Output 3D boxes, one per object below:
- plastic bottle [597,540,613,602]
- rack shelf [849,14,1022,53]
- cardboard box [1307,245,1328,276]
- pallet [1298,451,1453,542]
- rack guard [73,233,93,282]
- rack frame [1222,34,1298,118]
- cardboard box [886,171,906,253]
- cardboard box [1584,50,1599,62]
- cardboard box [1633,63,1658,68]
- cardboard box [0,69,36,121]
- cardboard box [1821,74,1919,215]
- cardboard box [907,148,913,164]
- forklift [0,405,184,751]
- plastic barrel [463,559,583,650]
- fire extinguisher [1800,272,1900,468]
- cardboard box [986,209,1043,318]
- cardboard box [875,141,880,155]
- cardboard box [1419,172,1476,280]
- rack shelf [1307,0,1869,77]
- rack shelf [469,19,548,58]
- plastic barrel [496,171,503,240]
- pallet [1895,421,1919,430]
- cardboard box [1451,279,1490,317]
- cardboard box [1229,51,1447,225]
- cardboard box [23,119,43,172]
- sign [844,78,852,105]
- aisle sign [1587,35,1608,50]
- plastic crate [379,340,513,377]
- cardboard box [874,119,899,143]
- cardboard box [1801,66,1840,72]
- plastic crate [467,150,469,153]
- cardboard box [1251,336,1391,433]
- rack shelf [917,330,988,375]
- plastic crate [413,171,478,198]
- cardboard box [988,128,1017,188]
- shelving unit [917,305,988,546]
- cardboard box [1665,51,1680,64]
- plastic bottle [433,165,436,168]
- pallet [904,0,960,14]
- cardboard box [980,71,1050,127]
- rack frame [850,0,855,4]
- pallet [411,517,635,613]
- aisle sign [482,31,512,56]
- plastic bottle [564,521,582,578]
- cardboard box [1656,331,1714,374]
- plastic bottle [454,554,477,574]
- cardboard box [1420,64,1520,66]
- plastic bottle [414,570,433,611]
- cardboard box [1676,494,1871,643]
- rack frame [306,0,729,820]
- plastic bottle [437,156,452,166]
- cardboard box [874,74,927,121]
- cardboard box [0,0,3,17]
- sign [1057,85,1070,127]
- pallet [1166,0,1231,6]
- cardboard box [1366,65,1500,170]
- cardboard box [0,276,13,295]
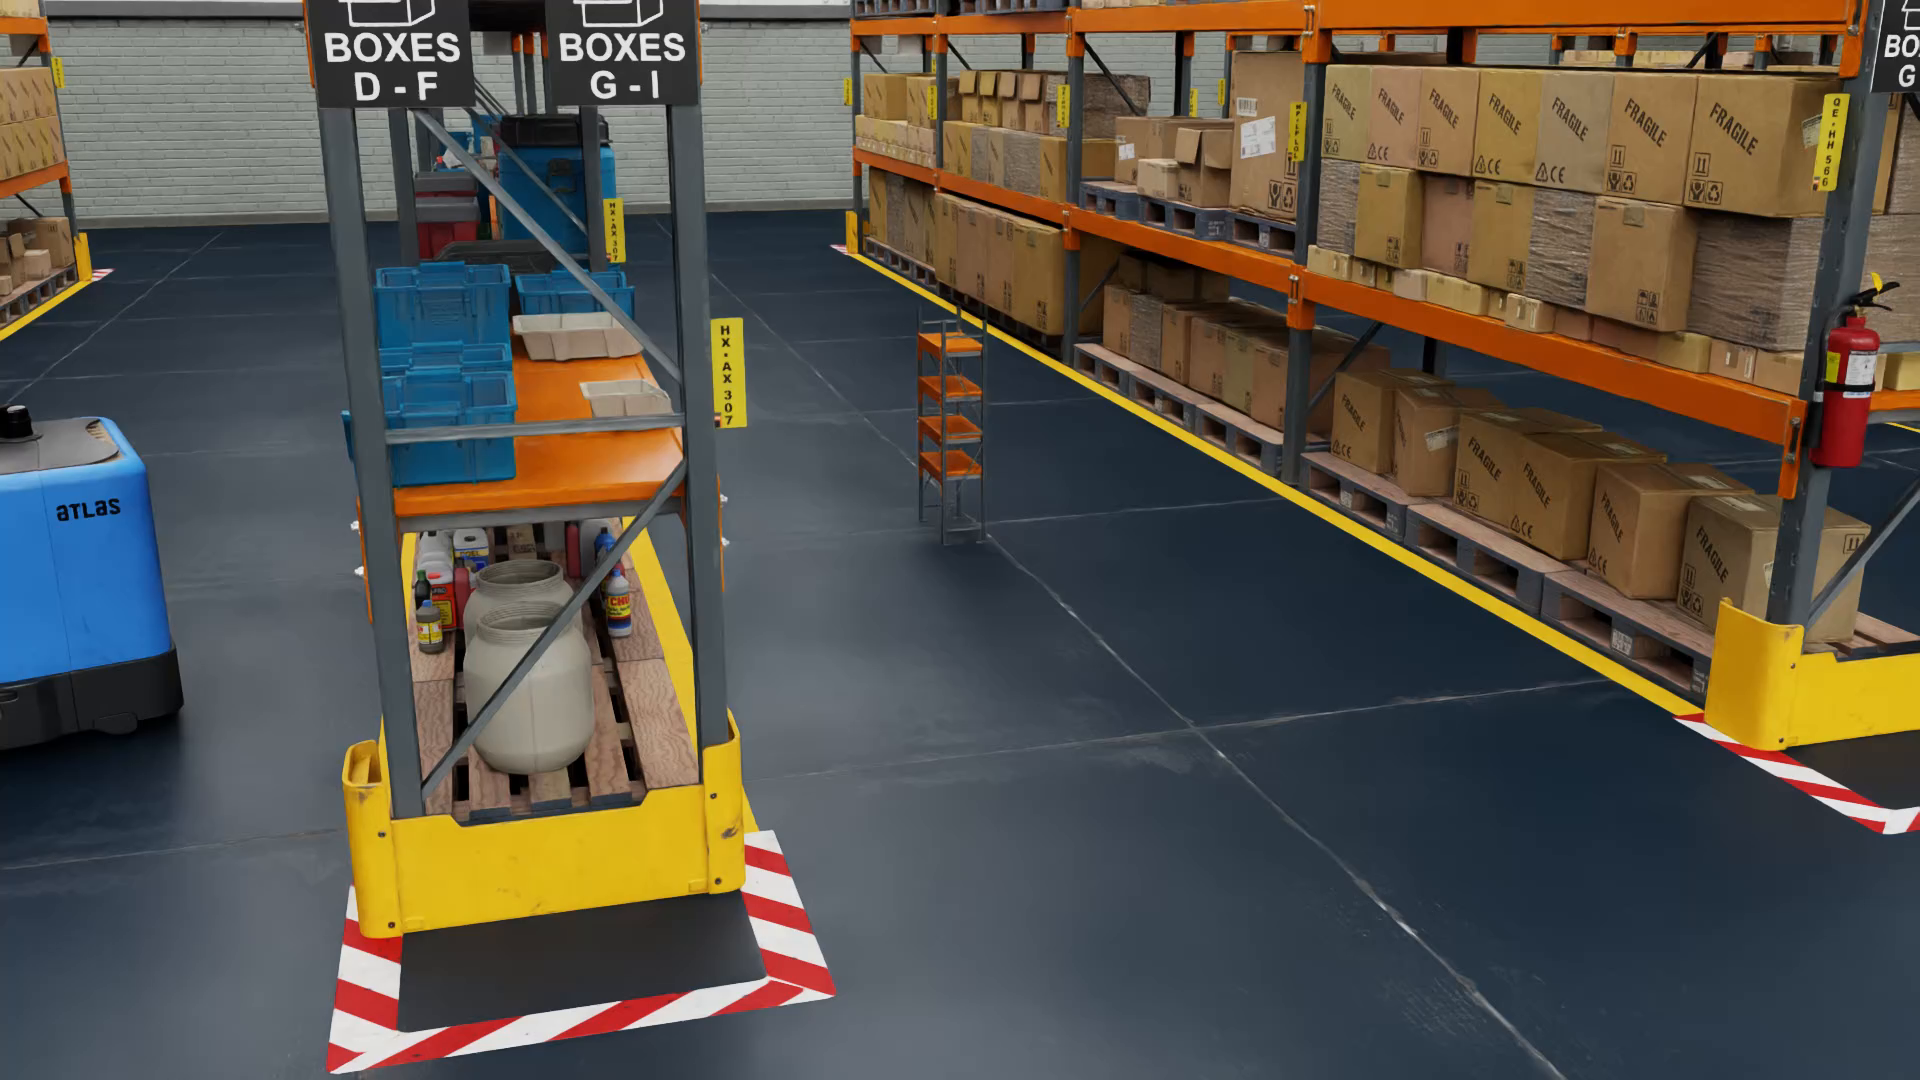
[{"bbox_3d":[-1.533,0.133,7.274,0.097,0.271,0.097,0,17,0],"label":"plastic bottle"},{"bbox_3d":[-0.298,-5.671,18.653,1.077,0.370,4.000,-5,17,-15],"label":"rack shelf"},{"bbox_3d":[2.220,-1.609,9.532,0.380,0.149,0.250,-5,17,-15],"label":"cardboard box"},{"bbox_3d":[2.669,-0.294,9.565,1.003,0.211,1.213,-5,17,-15],"label":"pallet"},{"bbox_3d":[-10.353,-3.132,18.509,1.175,0.500,0.348,-5,17,-15],"label":"rack guard"},{"bbox_3d":[3.949,-5.496,22.035,1.000,3.000,0.127,-5,17,-15],"label":"rack frame"},{"bbox_3d":[-0.345,-3.893,19.662,0.875,0.875,0.875,-5,17,-15],"label":"cardboard box"},{"bbox_3d":[8.614,-6.485,22.288,0.380,0.149,0.250,-4,17,-14],"label":"cardboard box"},{"bbox_3d":[8.974,-5.865,21.351,0.500,0.500,0.500,-5,17,-15],"label":"cardboard box"},{"bbox_3d":[-9.700,-4.492,16.782,0.500,0.500,0.500,-4,17,-14],"label":"cardboard box"},{"bbox_3d":[3.660,-1.549,6.466,0.500,0.500,0.500,-5,17,-15],"label":"cardboard box"},{"bbox_3d":[-0.359,-4.177,18.080,0.380,0.149,0.250,-4,17,-14],"label":"cardboard box"},{"bbox_3d":[-4.567,-0.559,5.719,3.031,2.935,1.130,-10,20,-31],"label":"forklift"},{"bbox_3d":[-1.605,0.361,6.131,0.421,0.512,0.421,0,17,0],"label":"plastic barrel"},{"bbox_3d":[3.138,-0.601,5.874,0.296,0.674,0.183,-5,17,-15],"label":"fire extinguisher"},{"bbox_3d":[0.944,-2.542,15.165,1.225,0.875,0.875,-5,17,-15],"label":"cardboard box"},{"bbox_3d":[-0.783,-4.603,19.499,0.380,0.149,0.250,-5,17,-16],"label":"cardboard box"},{"bbox_3d":[2.852,-1.602,8.381,0.875,0.500,0.500,-5,17,-15],"label":"cardboard box"},{"bbox_3d":[3.000,-2.352,7.603,1.077,0.370,4.000,-5,17,-15],"label":"rack shelf"},{"bbox_3d":[-2.862,-3.066,9.983,1.077,0.370,4.000,-5,17,-15],"label":"rack shelf"},{"bbox_3d":[-2.566,-1.971,10.064,0.433,0.535,0.433,0,17,0],"label":"plastic barrel"},{"bbox_3d":[6.962,-1.049,12.077,1.003,0.211,1.213,-5,17,-15],"label":"pallet"},{"bbox_3d":[2.645,-1.195,8.154,0.380,0.149,0.250,-5,17,-15],"label":"cardboard box"},{"bbox_3d":[2.366,-2.532,10.394,1.000,1.000,1.000,-5,17,-15],"label":"cardboard box"},{"bbox_3d":[-9.711,-4.014,16.926,0.500,0.500,0.500,-5,17,-15],"label":"cardboard box"},{"bbox_3d":[-1.383,-5.542,20.546,0.100,0.325,0.005,-5,17,-15],"label":"sign"},{"bbox_3d":[8.959,-7.205,23.205,0.394,0.787,0.004,-5,17,-15],"label":"aisle sign"},{"bbox_3d":[-1.811,-0.538,5.789,0.499,0.251,0.408,-5,17,-15],"label":"plastic crate"},{"bbox_3d":[-0.692,-4.766,19.348,0.500,0.250,0.500,-5,18,-17],"label":"cardboard box"},{"bbox_3d":[9.791,-5.053,18.647,0.500,0.500,0.500,-5,17,-16],"label":"cardboard box"},{"bbox_3d":[-5.278,-3.994,17.390,0.293,0.136,0.466,-5,17,-15],"label":"plastic crate"},{"bbox_3d":[2.302,-0.998,10.640,0.700,0.500,0.500,-6,18,-20],"label":"cardboard box"},{"bbox_3d":[-0.045,-0.997,8.819,0.258,0.148,0.480,-5,17,-15],"label":"rack shelf"},{"bbox_3d":[-3.262,-2.087,10.575,0.402,0.464,0.583,-5,17,-15],"label":"plastic crate"},{"bbox_3d":[0.561,-3.506,15.238,0.500,0.500,0.500,-4,17,-14],"label":"cardboard box"},{"bbox_3d":[-0.045,-0.620,8.932,0.258,1.200,0.503,-5,17,-15],"label":"shelving unit"},{"bbox_3d":[9.099,-6.065,20.890,0.380,0.149,0.250,-5,17,-16],"label":"cardboard box"},{"bbox_3d":[-4.334,-2.954,13.775,0.061,0.283,0.133,-5,17,-15],"label":"plastic bottle"},{"bbox_3d":[0.037,-5.647,17.477,1.003,0.211,1.213,-5,17,-15],"label":"pallet"},{"bbox_3d":[0.612,-4.187,15.760,0.797,0.503,0.637,-5,17,-15],"label":"cardboard box"},{"bbox_3d":[-0.848,-8.005,19.960,1.000,3.000,0.127,-5,17,-15],"label":"rack frame"},{"bbox_3d":[-2.168,0.103,8.241,1.003,0.211,1.213,-5,17,-15],"label":"pallet"},{"bbox_3d":[-5.348,-6.029,19.289,0.394,0.787,0.004,-5,17,-15],"label":"aisle sign"},{"bbox_3d":[-1.778,0.021,7.626,0.061,0.283,0.133,-5,17,-15],"label":"plastic bottle"},{"bbox_3d":[3.086,-0.783,6.781,0.380,0.149,0.250,-5,17,-15],"label":"cardboard box"},{"bbox_3d":[-2.165,0.164,7.291,0.097,0.201,0.097,0,17,0],"label":"plastic bottle"},{"bbox_3d":[2.838,-2.379,9.230,0.500,0.500,0.500,-5,17,-15],"label":"cardboard box"},{"bbox_3d":[-2.189,0.271,6.792,0.061,0.283,0.133,-4,17,-14],"label":"plastic bottle"},{"bbox_3d":[3.394,0.116,6.968,0.500,0.500,0.500,-1,17,-5],"label":"cardboard box"},{"bbox_3d":[-1.213,-0.315,4.786,1.000,3.000,0.127,-5,17,-15],"label":"rack frame"},{"bbox_3d":[-4.649,-3.315,14.990,0.152,0.276,0.135,-5,17,-15],"label":"plastic bottle"},{"bbox_3d":[-0.690,-5.127,19.245,0.500,0.500,0.500,-5,17,-17],"label":"cardboard box"},{"bbox_3d":[-9.580,-5.177,16.020,0.500,0.250,0.500,-5,17,-15],"label":"cardboard box"},{"bbox_3d":[0.818,-3.429,13.140,0.100,0.325,0.005,-5,17,-15],"label":"sign"},{"bbox_3d":[2.095,-3.625,10.919,1.213,0.211,1.003,-5,17,-15],"label":"pallet"},{"bbox_3d":[2.468,-2.199,8.630,0.500,0.500,0.500,-5,17,-15],"label":"cardboard box"},{"bbox_3d":[-9.429,-2.469,16.117,0.380,0.166,0.250,-5,17,-15],"label":"cardboard box"}]
